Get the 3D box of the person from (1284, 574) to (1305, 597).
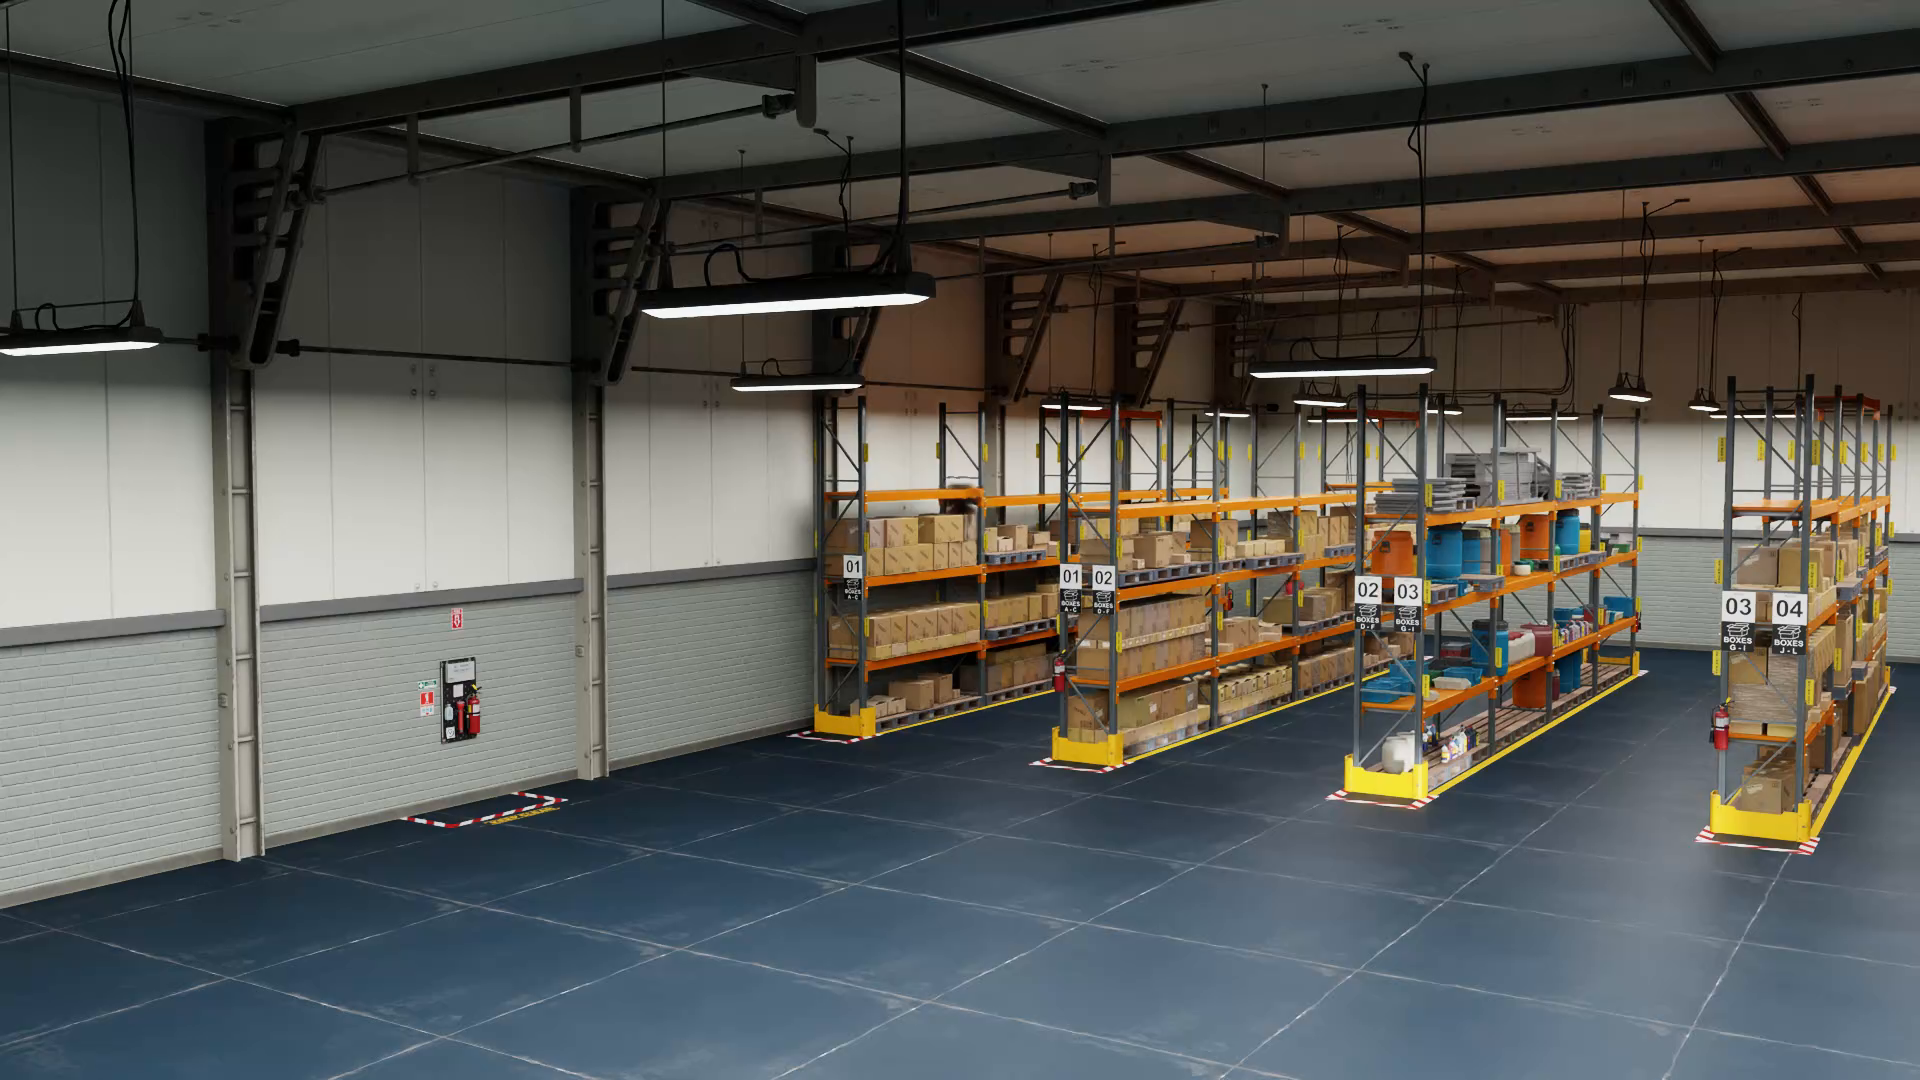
[{"bbox_3d":[9.187,1.758,45.660,0.560,1.758,0.385,0,3,0],"label":"person"}]
